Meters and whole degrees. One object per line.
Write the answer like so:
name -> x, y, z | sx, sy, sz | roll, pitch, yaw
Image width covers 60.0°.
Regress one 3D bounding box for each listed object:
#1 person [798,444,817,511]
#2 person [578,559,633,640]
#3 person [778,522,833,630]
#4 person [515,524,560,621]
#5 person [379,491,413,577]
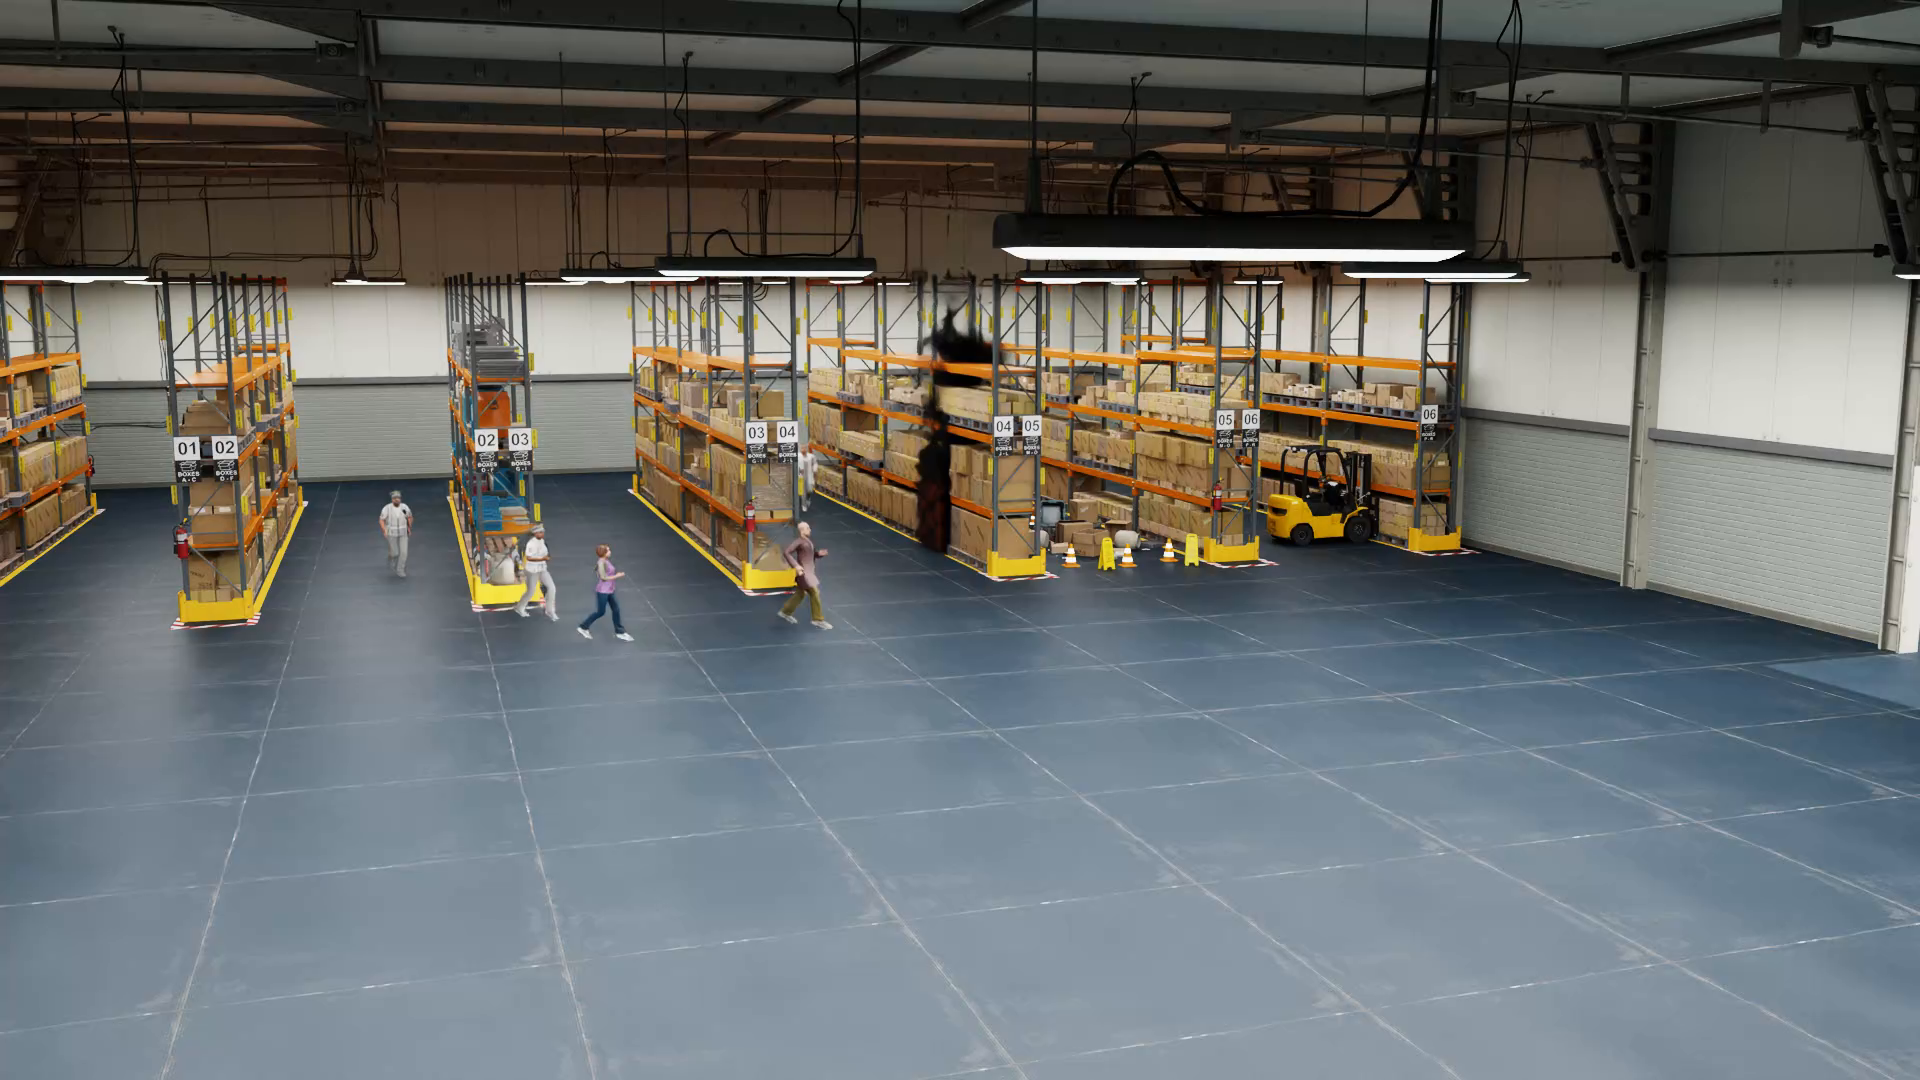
person -> -4.007, -1.613, 43.015 | 0.704, 1.737, 0.630 | -2, 9, -13
person -> -5.771, 0.973, 27.019 | 0.883, 1.355, 0.534 | 0, 9, 3
person -> -2.670, 0.570, 28.113 | 0.904, 1.757, 0.687 | 1, 9, 7
person -> -7.381, 0.565, 28.879 | 0.839, 1.727, 0.596 | 3, 9, 22
person -> -11.308, -0.149, 33.390 | 0.650, 1.733, 0.642 | -5, 10, -29
